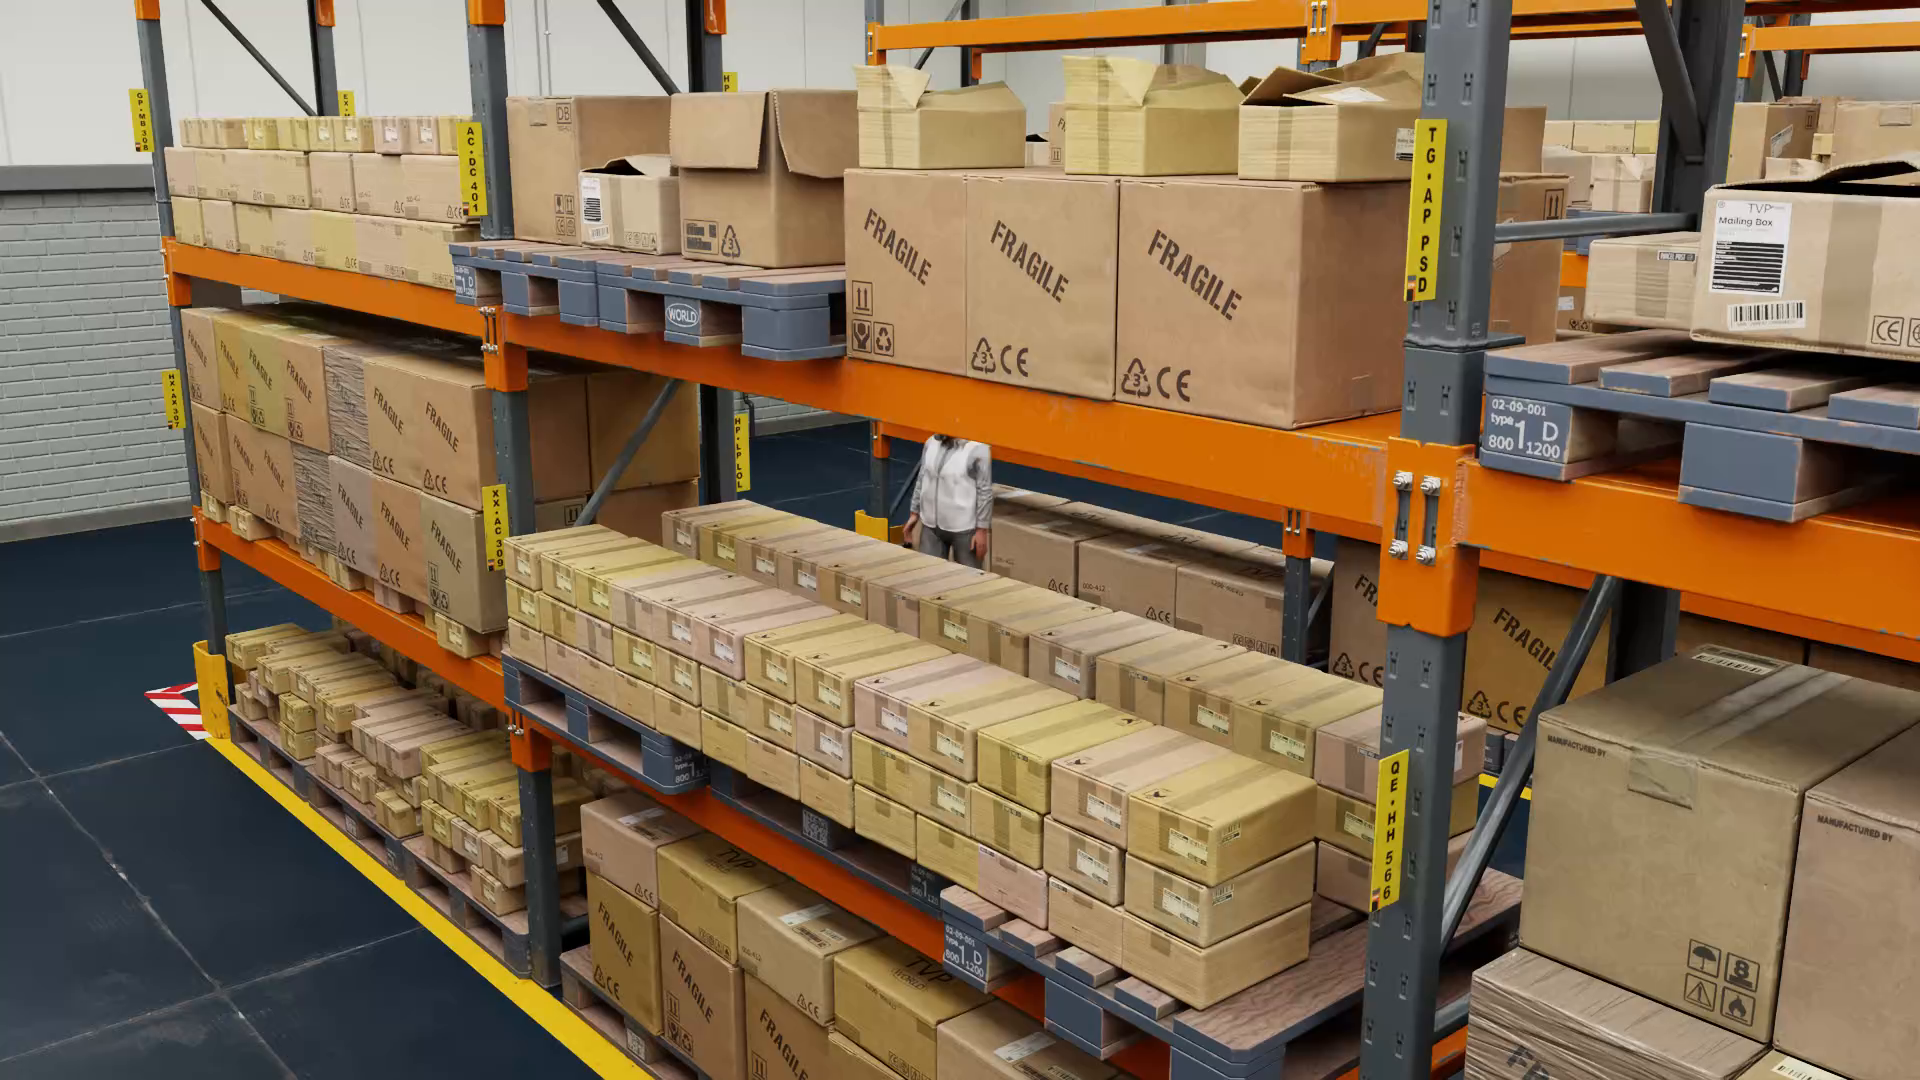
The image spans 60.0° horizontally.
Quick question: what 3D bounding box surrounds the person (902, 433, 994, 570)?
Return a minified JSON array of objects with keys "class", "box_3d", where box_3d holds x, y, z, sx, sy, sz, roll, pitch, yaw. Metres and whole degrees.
[{"class":"person","box_3d":[-0.089,-0.083,10.681,0.613,1.775,0.553,10,17,34]}]
